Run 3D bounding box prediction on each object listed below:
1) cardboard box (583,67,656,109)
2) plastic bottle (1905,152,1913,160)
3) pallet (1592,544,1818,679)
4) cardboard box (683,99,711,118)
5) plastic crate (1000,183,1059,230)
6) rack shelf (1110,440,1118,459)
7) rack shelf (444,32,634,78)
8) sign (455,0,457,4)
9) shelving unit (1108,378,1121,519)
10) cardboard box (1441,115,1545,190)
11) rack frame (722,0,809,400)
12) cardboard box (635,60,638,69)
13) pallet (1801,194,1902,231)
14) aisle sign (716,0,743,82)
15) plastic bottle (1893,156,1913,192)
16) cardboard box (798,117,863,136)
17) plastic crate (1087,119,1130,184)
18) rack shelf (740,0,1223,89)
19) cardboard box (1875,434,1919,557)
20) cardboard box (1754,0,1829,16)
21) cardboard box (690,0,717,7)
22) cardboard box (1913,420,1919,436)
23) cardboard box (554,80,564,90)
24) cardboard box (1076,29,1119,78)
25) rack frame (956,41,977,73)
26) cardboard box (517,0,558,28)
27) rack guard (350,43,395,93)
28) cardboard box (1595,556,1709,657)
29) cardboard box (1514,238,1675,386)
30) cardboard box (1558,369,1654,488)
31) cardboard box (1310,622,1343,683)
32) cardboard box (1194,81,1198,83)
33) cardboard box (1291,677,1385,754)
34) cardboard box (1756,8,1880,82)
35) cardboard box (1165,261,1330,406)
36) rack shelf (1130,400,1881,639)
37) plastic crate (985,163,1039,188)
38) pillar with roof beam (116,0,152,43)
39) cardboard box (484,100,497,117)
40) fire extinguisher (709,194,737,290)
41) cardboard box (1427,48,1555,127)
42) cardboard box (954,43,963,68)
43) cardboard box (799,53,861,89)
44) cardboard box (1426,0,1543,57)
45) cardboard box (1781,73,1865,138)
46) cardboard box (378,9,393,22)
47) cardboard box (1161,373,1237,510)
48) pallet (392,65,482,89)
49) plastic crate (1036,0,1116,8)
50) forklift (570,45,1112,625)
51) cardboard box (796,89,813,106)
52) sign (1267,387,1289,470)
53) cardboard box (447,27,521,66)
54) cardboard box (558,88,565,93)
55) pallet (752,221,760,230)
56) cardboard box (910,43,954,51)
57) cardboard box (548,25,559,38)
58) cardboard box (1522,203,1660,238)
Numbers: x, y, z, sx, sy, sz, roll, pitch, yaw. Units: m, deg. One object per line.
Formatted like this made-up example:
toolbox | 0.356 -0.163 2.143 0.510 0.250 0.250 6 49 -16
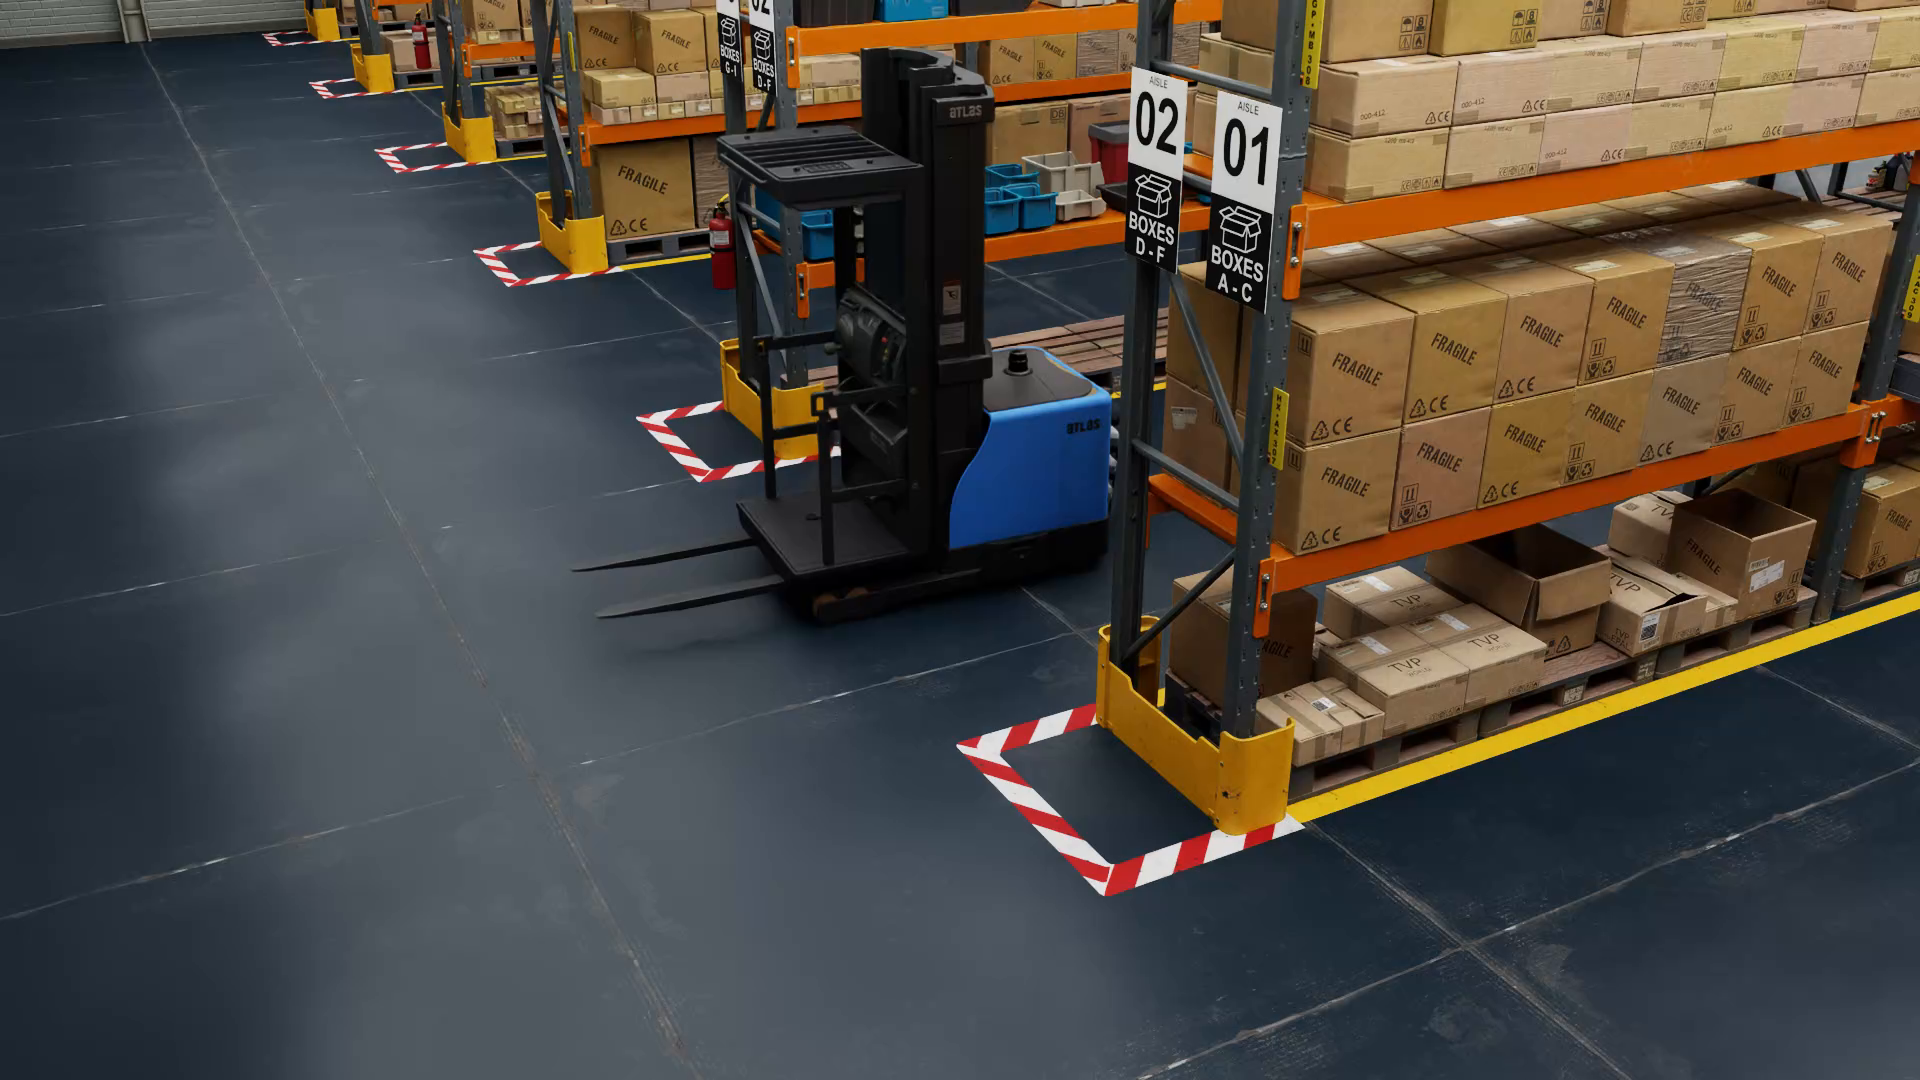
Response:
cardboard box | -3.094 -4.107 15.110 0.500 0.250 0.500 -14 29 -26
plastic bottle | 9.877 -3.883 17.366 0.185 0.351 0.144 -15 29 -28
pallet | 3.937 0.320 9.281 1.213 0.211 1.003 -13 29 -25
cardboard box | -2.495 -4.038 15.426 0.250 0.149 0.380 -13 29 -26
plastic crate | 0.486 -2.360 11.765 0.300 0.233 0.416 -13 29 -25
rack shelf | 0.835 -0.579 10.207 0.200 0.077 0.258 -2 25 -19
rack shelf | -4.124 -6.044 20.145 4.000 0.370 1.077 -13 29 -25
sign | -5.633 -6.144 18.522 0.005 0.325 0.100 -13 29 -25
shelving unit | 0.829 -0.527 10.229 0.210 0.900 0.258 -2 25 -19
cardboard box | 2.034 -1.651 6.872 0.500 0.250 0.500 -13 29 -25
rack frame | -1.313 -2.155 11.213 0.127 3.000 1.000 -13 29 -25
cardboard box | -2.893 -4.416 15.752 0.500 0.250 0.500 -14 29 -26
pallet | 8.600 -3.167 16.543 1.213 0.211 1.003 -13 29 -25
aisle sign | -1.515 -3.424 10.853 0.004 0.787 0.394 -13 29 -25
plastic bottle | 9.775 -3.789 17.170 0.185 0.351 0.144 -13 29 -25
cardboard box | -1.529 -3.805 16.621 0.875 0.875 0.875 -13 29 -25
plastic crate | 1.310 -2.939 12.704 0.583 0.464 0.402 -13 29 -25
rack shelf | 0.451 -3.590 11.568 4.000 0.370 1.077 -13 29 -25
cardboard box | 5.551 -0.267 9.661 0.500 0.500 0.500 -13 28 -24
cardboard box | 3.625 -2.764 7.745 0.500 0.500 0.700 -13 29 -25
cardboard box | -3.112 -6.643 20.103 0.500 0.500 0.500 -14 29 -26
cardboard box | 5.967 -0.696 9.687 0.500 0.250 0.500 -13 29 -25
cardboard box | -4.865 -5.497 20.296 0.250 0.149 0.380 -14 29 -27
cardboard box | 1.294 -5.109 17.250 0.500 0.500 0.500 -14 29 -26
rack frame | -0.115 -4.861 16.850 0.127 3.000 1.000 -13 29 -25
cardboard box | -4.902 -6.245 19.273 0.500 0.500 0.500 -13 29 -25
rack guard | -8.329 -6.699 23.567 0.348 0.500 1.175 -13 29 -25
cardboard box | 3.513 0.314 8.670 0.500 0.311 0.500 -13 29 -25
cardboard box | 2.879 -1.061 7.664 0.500 0.500 0.500 -13 29 -26
cardboard box | 2.869 -0.606 7.873 0.500 0.500 0.500 -13 28 -24
cardboard box | 1.778 0.564 8.316 0.250 0.166 0.380 -13 29 -25
cardboard box | 2.796 -4.775 18.639 0.875 0.875 1.225 -14 29 -27
cardboard box | 1.766 0.812 7.800 0.250 0.166 0.380 -13 29 -25
cardboard box | 3.800 -2.284 7.612 0.500 0.250 0.500 -13 29 -25
cardboard box | 1.277 -0.954 7.441 0.500 0.500 0.500 -13 29 -26
rack shelf | 2.779 -0.345 8.276 4.000 0.370 1.077 -13 29 -25
plastic crate | 0.378 -2.622 12.312 0.300 0.233 0.416 -13 29 -25
pillar with roof beam | -11.424 -10.581 21.833 0.400 9.000 9.100 -13 29 -25
cardboard box | -5.557 -5.216 20.054 0.250 0.149 0.380 -14 29 -26
fire extinguisher | -1.660 -2.095 11.608 0.183 0.674 0.296 -13 29 -25
cardboard box | 2.034 -1.877 6.764 0.500 0.250 0.500 -13 29 -25
cardboard box | 0.170 -5.106 17.244 0.500 0.500 0.500 -13 29 -25
cardboard box | -1.286 -4.527 15.984 0.500 0.250 0.500 -12 28 -24
cardboard box | 1.941 -2.291 6.760 0.500 0.500 0.700 -13 29 -25
cardboard box | 3.794 -2.063 7.730 0.500 0.250 0.500 -13 29 -25
cardboard box | -9.669 -8.790 27.842 0.250 0.149 0.380 -14 29 -27
cardboard box | 1.281 -0.502 7.656 0.500 0.500 0.500 -12 28 -24
pallet | -7.639 -6.767 24.041 1.213 0.211 1.003 -13 29 -25
plastic crate | 0.787 -3.787 11.284 0.530 0.282 0.437 -13 29 -25
forklift | -0.681 -1.109 9.115 3.031 2.935 1.130 -11 28 -22
cardboard box | -1.588 -4.247 15.862 0.250 0.149 0.380 -13 28 -24
sign | 1.270 -0.445 6.653 0.005 0.325 0.100 -13 29 -25
cardboard box | -6.968 -7.228 24.254 0.875 0.438 0.875 -12 28 -24
cardboard box | -4.618 -5.297 19.879 0.250 0.149 0.380 -15 29 -28
pallet | -1.900 -3.229 16.672 1.213 0.211 1.003 -13 29 -25
cardboard box | -0.394 -5.070 16.248 0.500 0.500 0.500 -12 28 -24
cardboard box | -4.817 -5.996 19.504 0.250 0.149 0.380 -12 28 -23
cardboard box | 3.087 -1.374 8.317 0.500 0.500 0.500 -14 29 -27
